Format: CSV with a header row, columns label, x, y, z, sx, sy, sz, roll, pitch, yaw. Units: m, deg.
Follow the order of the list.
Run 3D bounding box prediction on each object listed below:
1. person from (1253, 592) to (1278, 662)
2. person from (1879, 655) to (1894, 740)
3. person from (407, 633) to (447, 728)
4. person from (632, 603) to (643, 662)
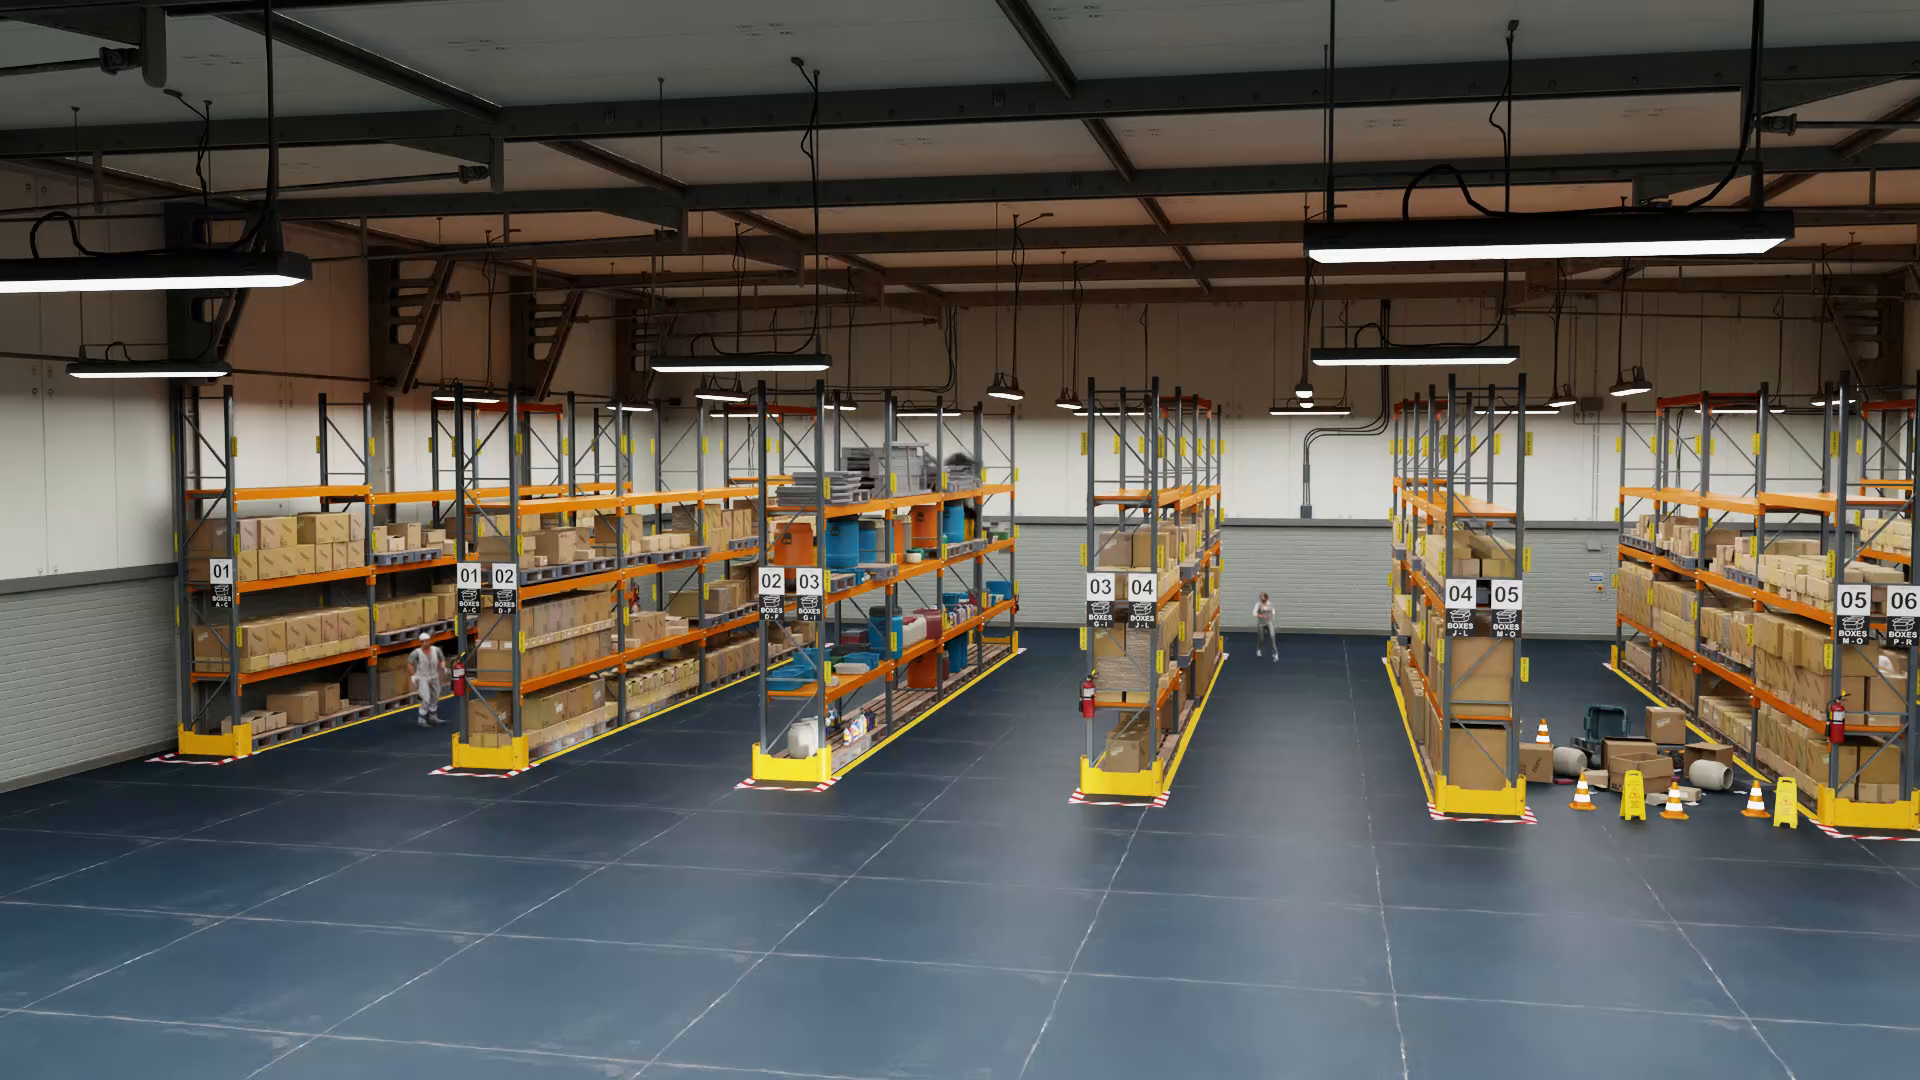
label,x,y,z,sx,sy,sz,roll,pitch,yaw
person,7.158,2.015,39.119,0.554,1.602,0.863,0,3,-3
person,15.332,2.613,27.987,0.710,1.676,0.727,1,3,14
person,-9.480,2.499,29.745,0.786,1.714,0.684,3,4,43
person,-7.019,2.169,36.319,0.563,1.615,0.774,0,3,4
